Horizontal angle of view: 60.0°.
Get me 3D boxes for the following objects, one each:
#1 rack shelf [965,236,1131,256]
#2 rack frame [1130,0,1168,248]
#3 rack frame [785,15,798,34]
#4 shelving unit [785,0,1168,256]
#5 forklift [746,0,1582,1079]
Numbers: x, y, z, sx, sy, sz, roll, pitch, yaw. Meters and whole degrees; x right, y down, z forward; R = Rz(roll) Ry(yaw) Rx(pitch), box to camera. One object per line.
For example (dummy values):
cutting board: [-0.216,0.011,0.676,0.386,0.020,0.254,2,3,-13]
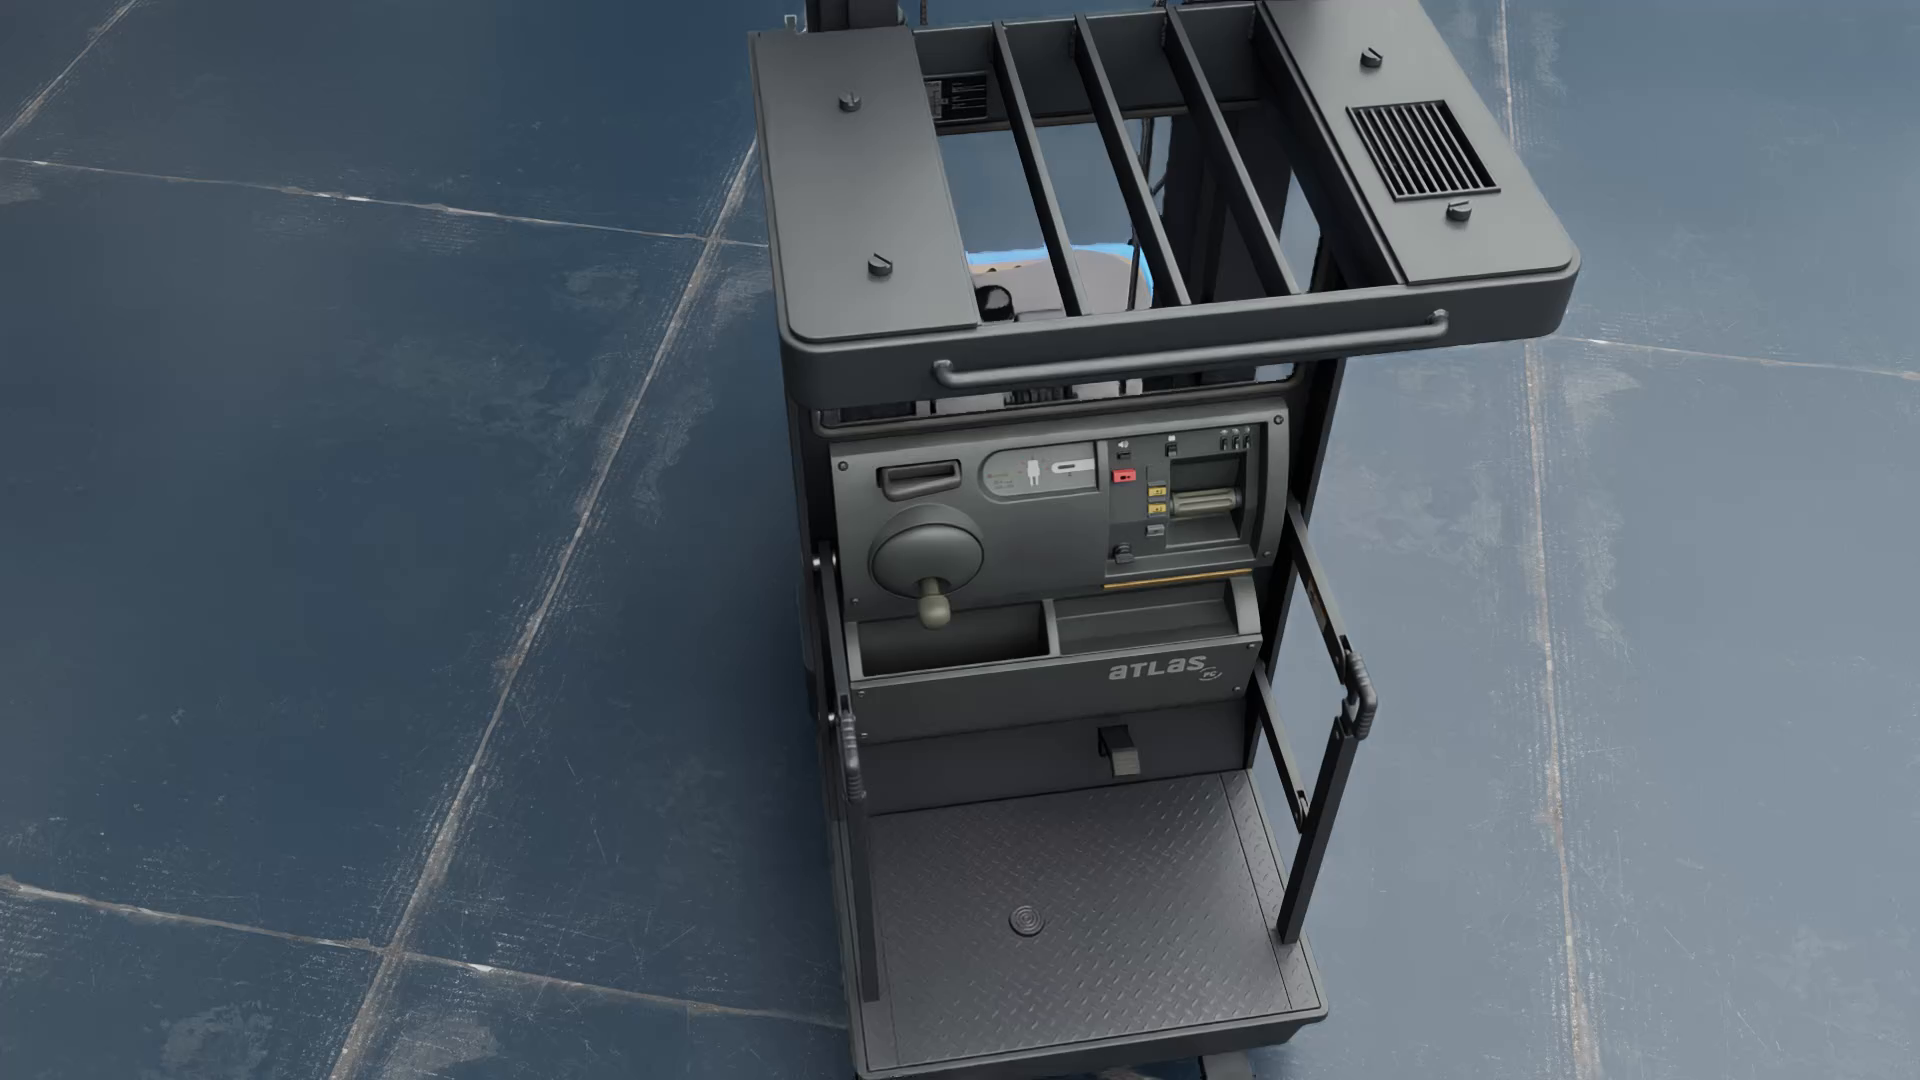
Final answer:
rack shelf: [0.072,-0.662,5.078,1.000,0.185,0.538,-5,48,-4]
rack frame: [0.578,-0.825,4.983,0.032,1.500,0.500,-5,48,-4]
rack frame: [-0.433,-0.740,4.906,0.032,1.500,0.500,-5,48,-4]
shelving unit: [0.072,-0.782,4.944,1.048,1.500,0.538,-5,48,-4]
forklift: [0.243,0.050,3.234,1.130,2.935,3.031,-6,48,-6]
